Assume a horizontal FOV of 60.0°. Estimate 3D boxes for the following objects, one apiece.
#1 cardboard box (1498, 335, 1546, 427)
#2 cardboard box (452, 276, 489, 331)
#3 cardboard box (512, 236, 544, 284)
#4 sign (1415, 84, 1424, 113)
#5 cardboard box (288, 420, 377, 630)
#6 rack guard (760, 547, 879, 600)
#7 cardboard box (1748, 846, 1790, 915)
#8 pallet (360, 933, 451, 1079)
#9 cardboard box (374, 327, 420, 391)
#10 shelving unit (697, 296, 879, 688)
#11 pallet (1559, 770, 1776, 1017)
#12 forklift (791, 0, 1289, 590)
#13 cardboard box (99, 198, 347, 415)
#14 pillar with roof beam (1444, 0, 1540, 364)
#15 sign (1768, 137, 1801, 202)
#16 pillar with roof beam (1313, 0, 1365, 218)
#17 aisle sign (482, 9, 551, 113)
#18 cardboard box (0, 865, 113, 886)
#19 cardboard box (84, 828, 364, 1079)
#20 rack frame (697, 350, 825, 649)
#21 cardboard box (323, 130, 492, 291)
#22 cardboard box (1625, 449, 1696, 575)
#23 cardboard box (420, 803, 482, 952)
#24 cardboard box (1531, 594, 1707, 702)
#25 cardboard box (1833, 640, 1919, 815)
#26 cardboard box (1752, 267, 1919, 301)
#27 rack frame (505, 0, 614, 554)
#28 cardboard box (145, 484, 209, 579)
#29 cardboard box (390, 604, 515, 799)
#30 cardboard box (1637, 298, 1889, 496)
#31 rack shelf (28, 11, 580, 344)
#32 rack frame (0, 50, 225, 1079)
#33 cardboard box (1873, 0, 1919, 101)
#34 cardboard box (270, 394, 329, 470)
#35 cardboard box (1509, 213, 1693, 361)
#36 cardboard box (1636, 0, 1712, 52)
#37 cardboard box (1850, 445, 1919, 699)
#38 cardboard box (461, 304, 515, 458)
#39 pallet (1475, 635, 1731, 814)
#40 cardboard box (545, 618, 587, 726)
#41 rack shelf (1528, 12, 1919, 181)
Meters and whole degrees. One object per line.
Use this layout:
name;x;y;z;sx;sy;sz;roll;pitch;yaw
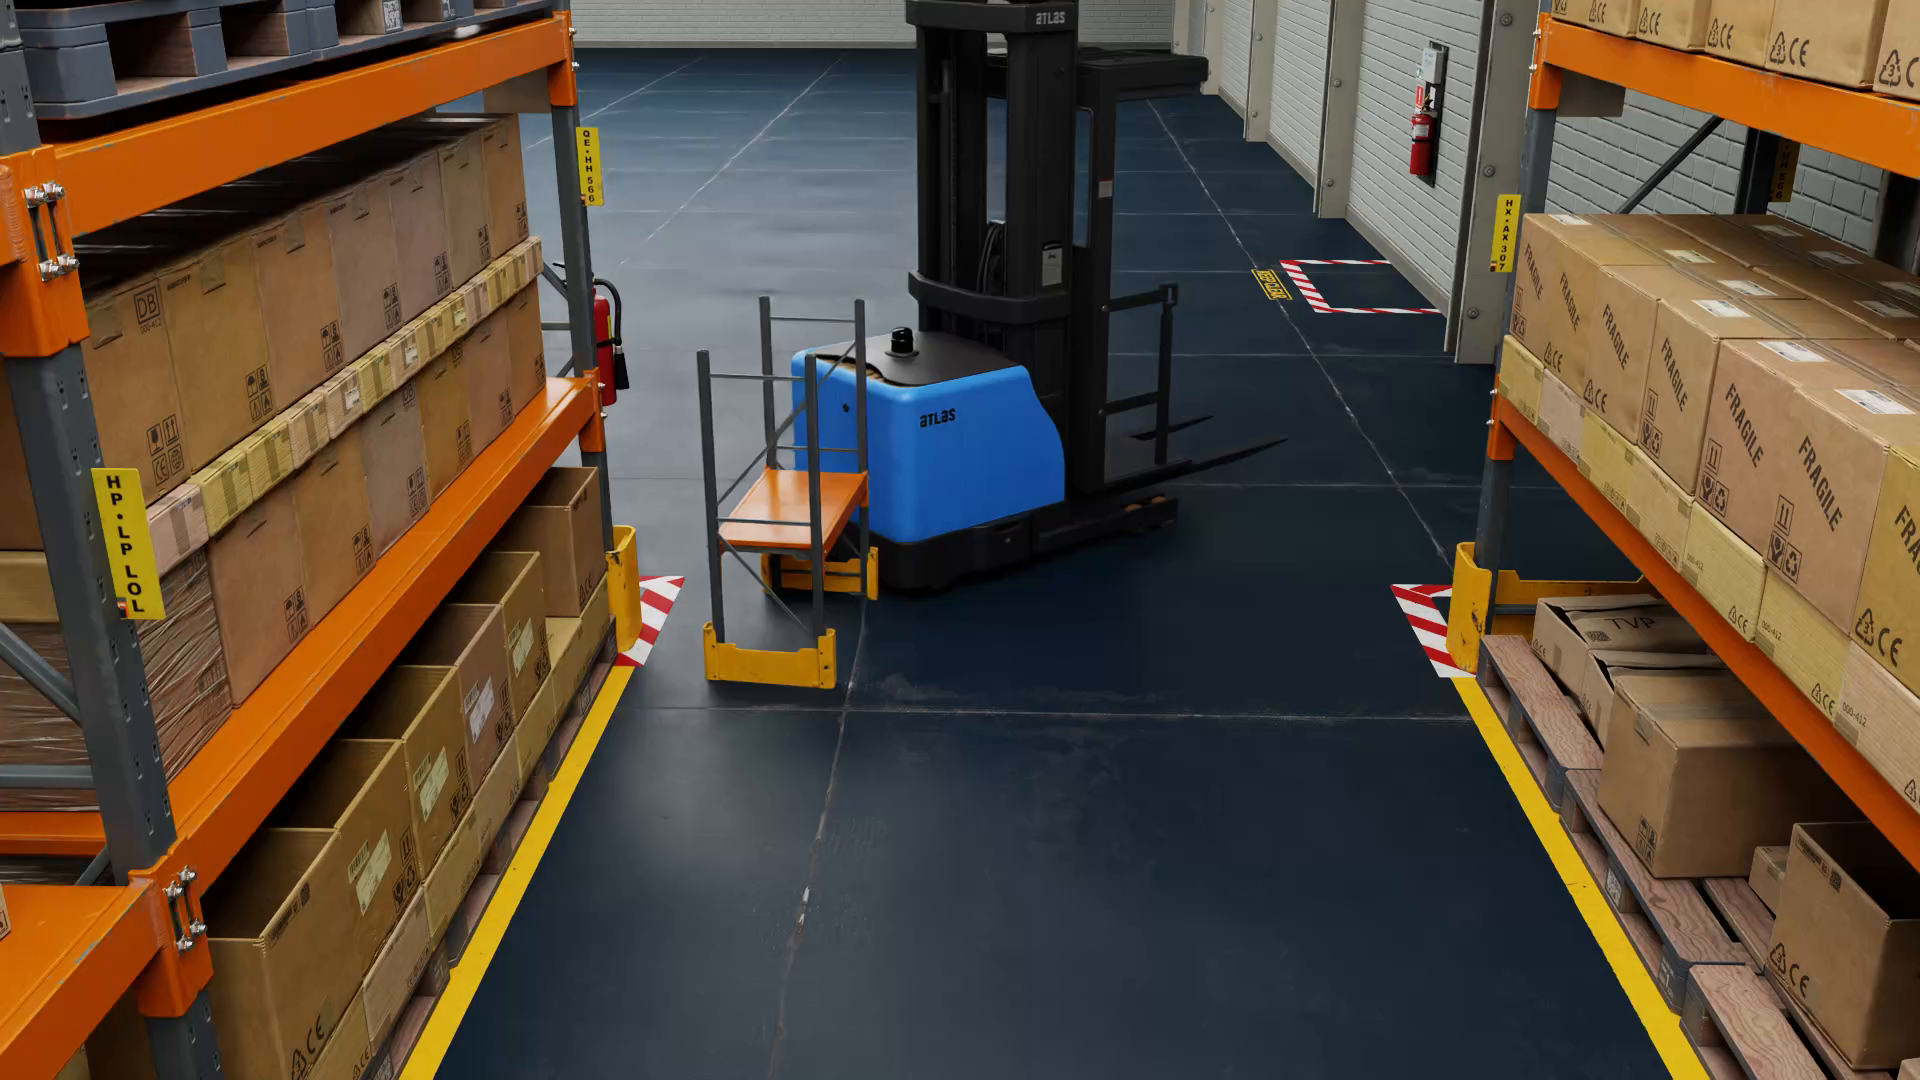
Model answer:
cardboard box;2.514;-0.649;6.734;0.500;0.250;0.500;0;21;0
cardboard box;-1.951;-0.866;6.080;0.380;0.149;0.250;1;21;2
cardboard box;-1.927;-1.144;6.796;0.380;0.149;0.250;0;21;1
sign;4.105;-3.898;14.878;0.001;0.329;0.234;1;21;2
cardboard box;-2.191;-0.068;4.920;0.700;0.500;0.500;1;21;2
rack guard;-0.700;0.152;8.293;0.587;0.250;0.087;3;21;8
cardboard box;2.793;1.110;5.355;0.380;0.149;0.250;-1;21;-3
pallet;-2.161;1.524;4.810;1.003;0.211;1.213;1;21;2
cardboard box;-1.972;-0.583;5.351;0.380;0.149;0.250;0;21;1
shelving unit;-0.772;-0.253;7.607;0.587;1.500;1.083;3;21;8
pallet;2.744;1.179;5.700;1.003;0.211;1.213;1;21;2
forklift;0.585;-1.530;8.921;3.031;2.935;1.130;-16;26;-35
cardboard box;-2.190;-0.665;4.664;0.700;0.500;0.500;1;21;2
pillar with roof beam;-0.431;-5.633;11.107;9.100;9.000;0.400;1;21;2
sign;3.400;-1.556;6.855;0.100;0.325;0.005;1;21;2
pillar with roof beam;-0.249;-7.803;16.698;9.100;9.000;0.400;1;21;2
aisle sign;-1.810;-2.168;6.876;0.394;0.787;0.004;1;21;2
cardboard box;-2.405;0.897;4.755;0.500;0.500;0.500;1;21;2
cardboard box;-1.900;1.083;4.275;0.500;0.500;0.500;1;21;2
rack frame;-0.843;-0.074;7.146;0.500;1.500;0.032;3;21;8
cardboard box;-2.145;-1.209;6.066;0.700;0.500;0.500;0;21;0
cardboard box;2.473;-0.094;5.304;0.500;0.250;0.500;1;21;2
cardboard box;-1.869;1.071;5.342;0.500;0.250;0.500;1;21;2
cardboard box;2.735;0.415;6.921;0.500;0.311;0.500;-2;21;-4
cardboard box;2.436;0.450;3.902;0.500;0.250;0.500;1;21;2
cardboard box;3.008;-0.630;5.648;0.500;0.500;0.500;0;21;0
rack frame;-2.106;-0.935;7.293;1.000;3.000;0.127;1;21;2
cardboard box;-2.018;-0.024;3.909;0.380;0.149;0.250;1;21;2
cardboard box;-1.857;0.541;5.672;0.500;0.500;0.500;1;21;2
cardboard box;2.480;-0.450;5.185;0.500;0.500;0.500;1;21;3
rack shelf;-2.166;-1.275;5.017;1.077;0.370;4.000;1;21;2
rack frame;-2.227;0.511;3.566;1.000;3.000;0.127;1;21;2
cardboard box;2.521;-1.258;3.813;0.500;0.500;0.500;-1;21;-3
cardboard box;-1.996;-0.303;4.627;0.380;0.149;0.250;0;21;0
cardboard box;2.531;-1.002;6.608;0.500;0.500;0.500;1;21;2
cardboard box;2.522;-1.837;5.304;0.500;0.500;0.500;2;21;4
cardboard box;2.430;0.101;3.766;0.500;0.500;0.500;1;21;1
cardboard box;-2.144;-0.623;6.351;0.700;0.500;0.500;1;21;3
pallet;2.784;0.739;6.834;1.003;0.211;1.213;1;21;2
cardboard box;-1.830;0.529;6.740;0.500;0.250;0.500;1;21;2
rack shelf;2.785;-1.222;4.880;1.077;0.370;4.000;1;21;2
